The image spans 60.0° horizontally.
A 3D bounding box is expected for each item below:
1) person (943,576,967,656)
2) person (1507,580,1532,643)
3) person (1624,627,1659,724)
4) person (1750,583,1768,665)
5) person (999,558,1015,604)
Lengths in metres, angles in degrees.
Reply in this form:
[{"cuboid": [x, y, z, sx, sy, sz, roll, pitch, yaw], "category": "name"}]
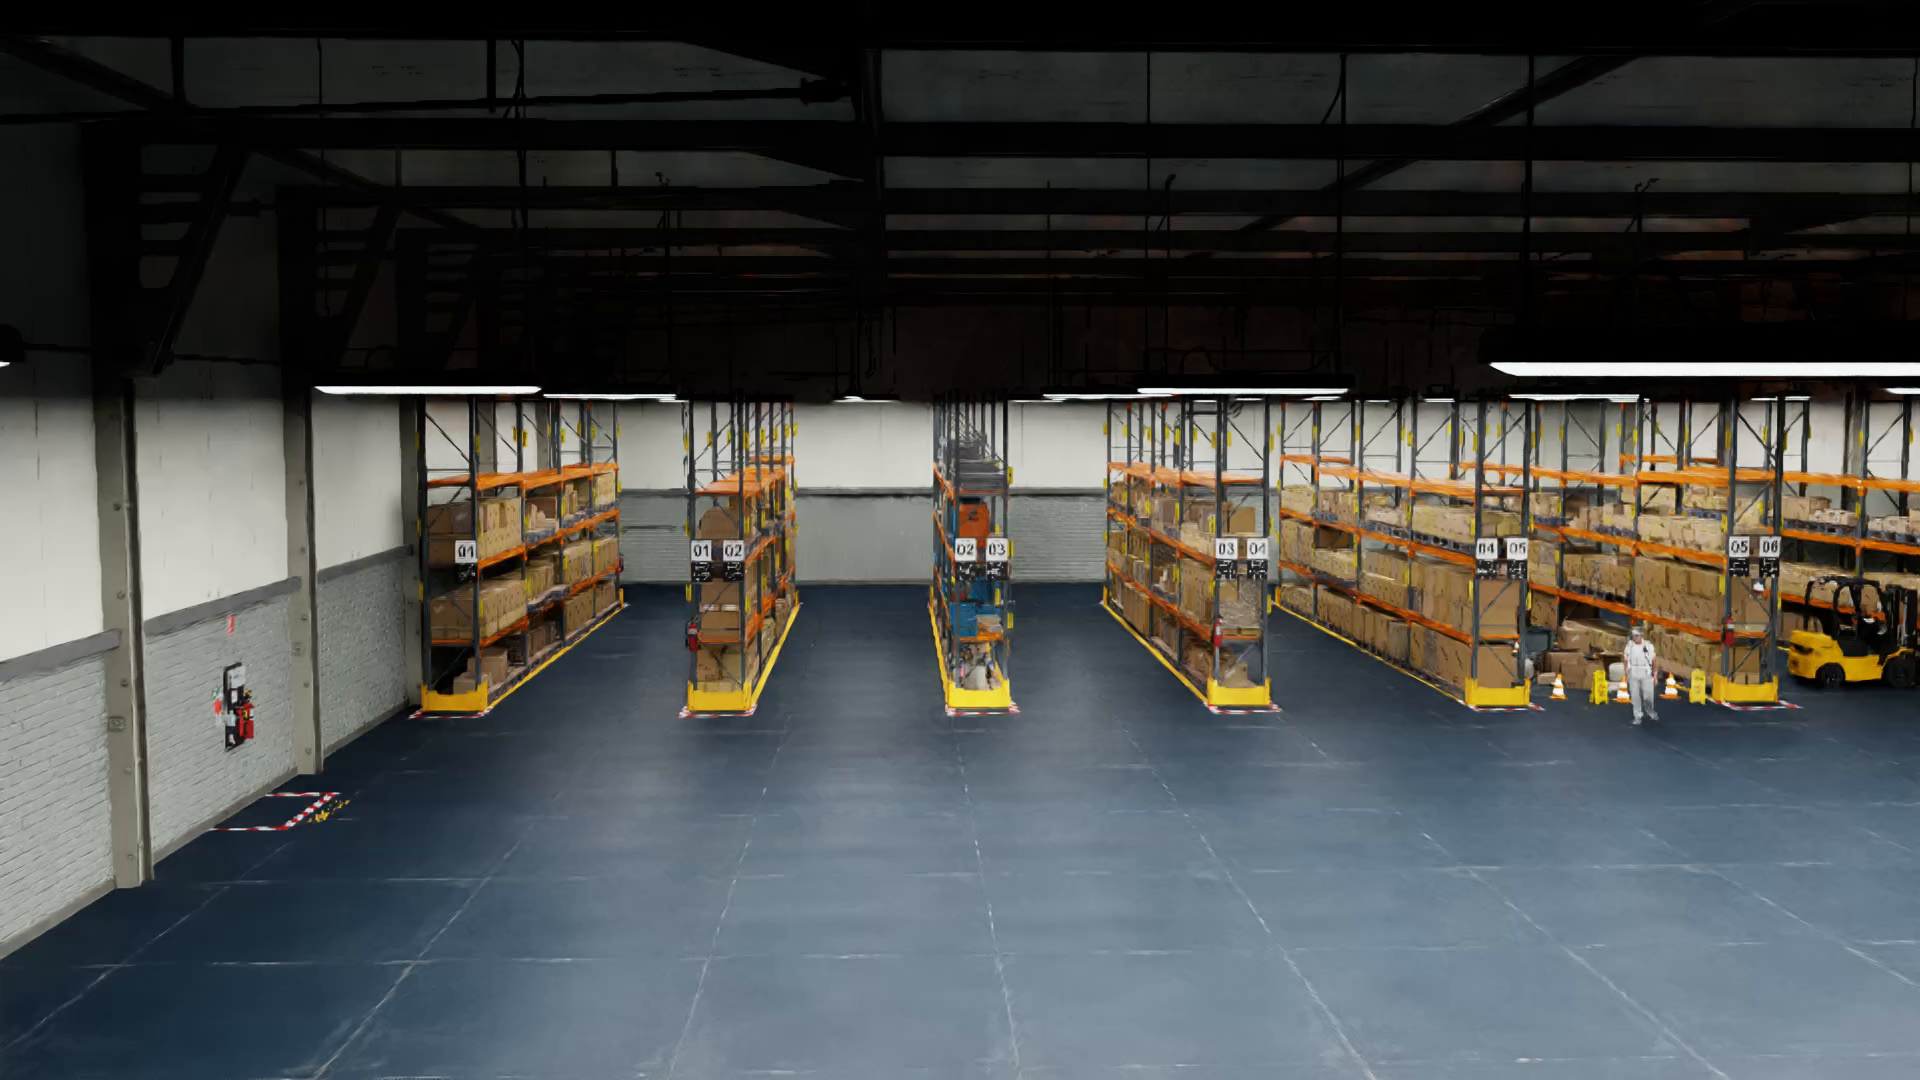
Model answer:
[{"cuboid": [-0.096, 1.660, 36.379, 0.493, 1.769, 0.640, -1, 5, -10], "category": "person"}, {"cuboid": [13.332, 1.595, 39.524, 0.648, 1.773, 0.691, 2, 5, 21], "category": "person"}, {"cuboid": [12.252, 2.416, 29.886, 0.599, 1.750, 0.561, 3, 6, 35], "category": "person"}, {"cuboid": [17.552, 1.834, 36.680, 0.569, 1.768, 0.627, 2, 5, 27], "category": "person"}, {"cuboid": [1.320, 1.030, 47.722, 0.391, 1.590, 0.511, 1, 5, 18], "category": "person"}]
